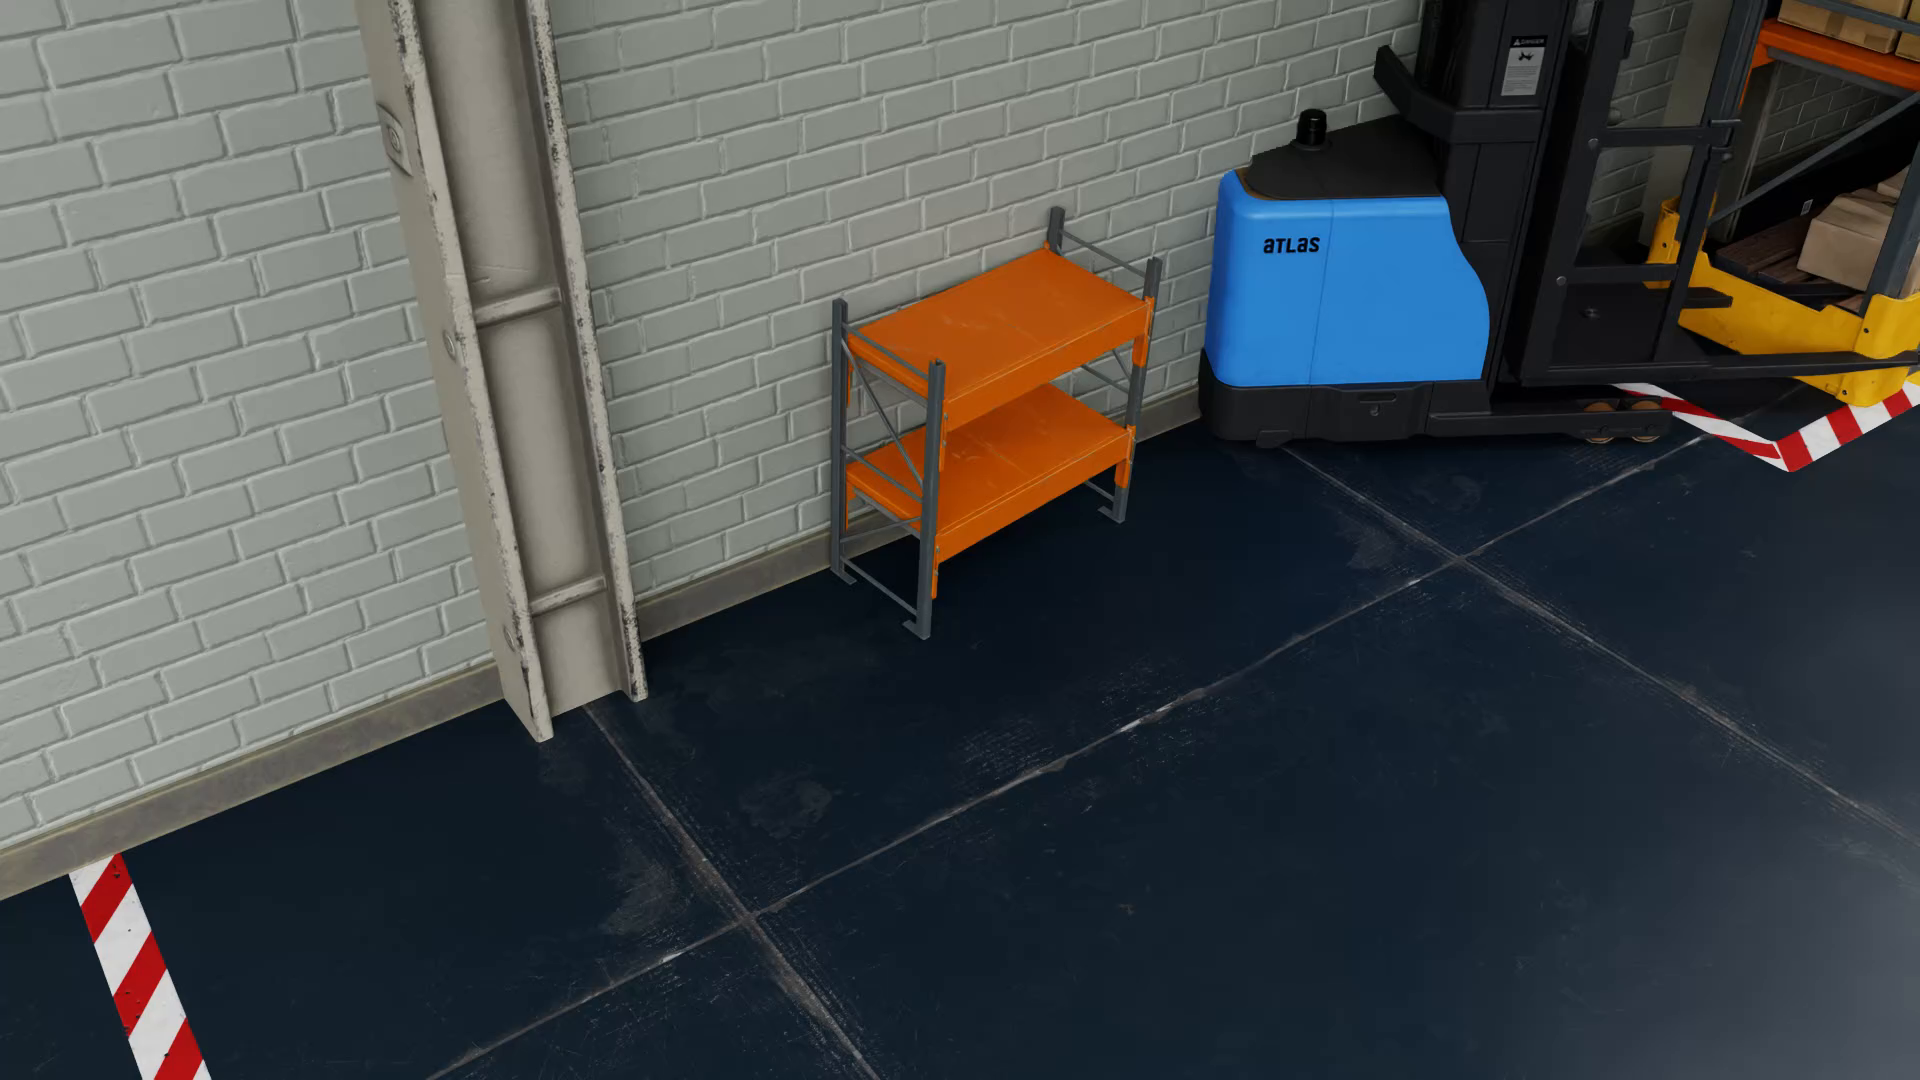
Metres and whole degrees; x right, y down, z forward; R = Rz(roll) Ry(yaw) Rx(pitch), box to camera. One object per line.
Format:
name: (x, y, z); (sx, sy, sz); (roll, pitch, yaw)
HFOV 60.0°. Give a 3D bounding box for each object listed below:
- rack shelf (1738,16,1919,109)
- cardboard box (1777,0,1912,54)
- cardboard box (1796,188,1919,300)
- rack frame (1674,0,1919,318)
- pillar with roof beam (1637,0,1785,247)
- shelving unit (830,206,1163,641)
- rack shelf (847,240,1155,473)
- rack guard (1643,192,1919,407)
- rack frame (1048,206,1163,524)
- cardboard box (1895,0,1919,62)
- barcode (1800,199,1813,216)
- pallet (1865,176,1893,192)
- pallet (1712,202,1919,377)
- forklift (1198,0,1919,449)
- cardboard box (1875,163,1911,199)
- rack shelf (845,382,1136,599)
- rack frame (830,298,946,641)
rack shelf: (5.183, -2.456, 7.711); (4.000, 0.370, 1.077); (-22, 41, -28)
cardboard box: (3.819, -2.272, 6.951); (0.500, 0.250, 0.500); (-22, 41, -27)
cardboard box: (4.166, -1.352, 7.487); (0.500, 0.311, 0.500); (-28, 44, -33)
rack frame: (3.548, -2.075, 6.566); (0.127, 3.000, 1.000); (-22, 41, -28)
pillar with roof beam: (6.102, -3.104, 2.859); (0.400, 9.000, 9.100); (-22, 41, -28)
shelving unit: (0.110, -0.420, 5.840); (1.048, 1.125, 0.538); (-29, 49, -34)
rack shelf: (0.126, -0.648, 5.657); (1.000, 0.278, 0.538); (-29, 49, -34)
rack guard: (3.610, -1.086, 7.331); (0.348, 0.500, 1.175); (-22, 41, -28)
rack frame: (0.476, -0.625, 6.127); (0.032, 1.125, 0.500); (-29, 49, -34)
cardboard box: (4.130, -2.035, 6.622); (0.500, 0.250, 0.500); (-24, 42, -29)
barcode: (3.950, -1.552, 7.758); (0.075, 0.075, 0.001); (-22, 41, -28)
pallet: (5.291, -1.633, 8.339); (1.213, 0.211, 1.003); (-22, 41, -28)
pallet: (4.295, -1.225, 7.772); (1.213, 0.211, 1.003); (-22, 41, -28)
forklift: (2.485, -1.890, 6.368); (3.031, 2.935, 1.130); (-2, 36, -3)
cardboard box: (4.632, -1.544, 7.753); (0.500, 0.311, 0.500); (-19, 40, -24)
rack shelf: (0.096, -0.230, 5.993); (1.000, 0.278, 0.538); (-29, 49, -34)
rack frame: (-0.257, -0.215, 5.553); (0.032, 1.125, 0.500); (-29, 49, -34)
